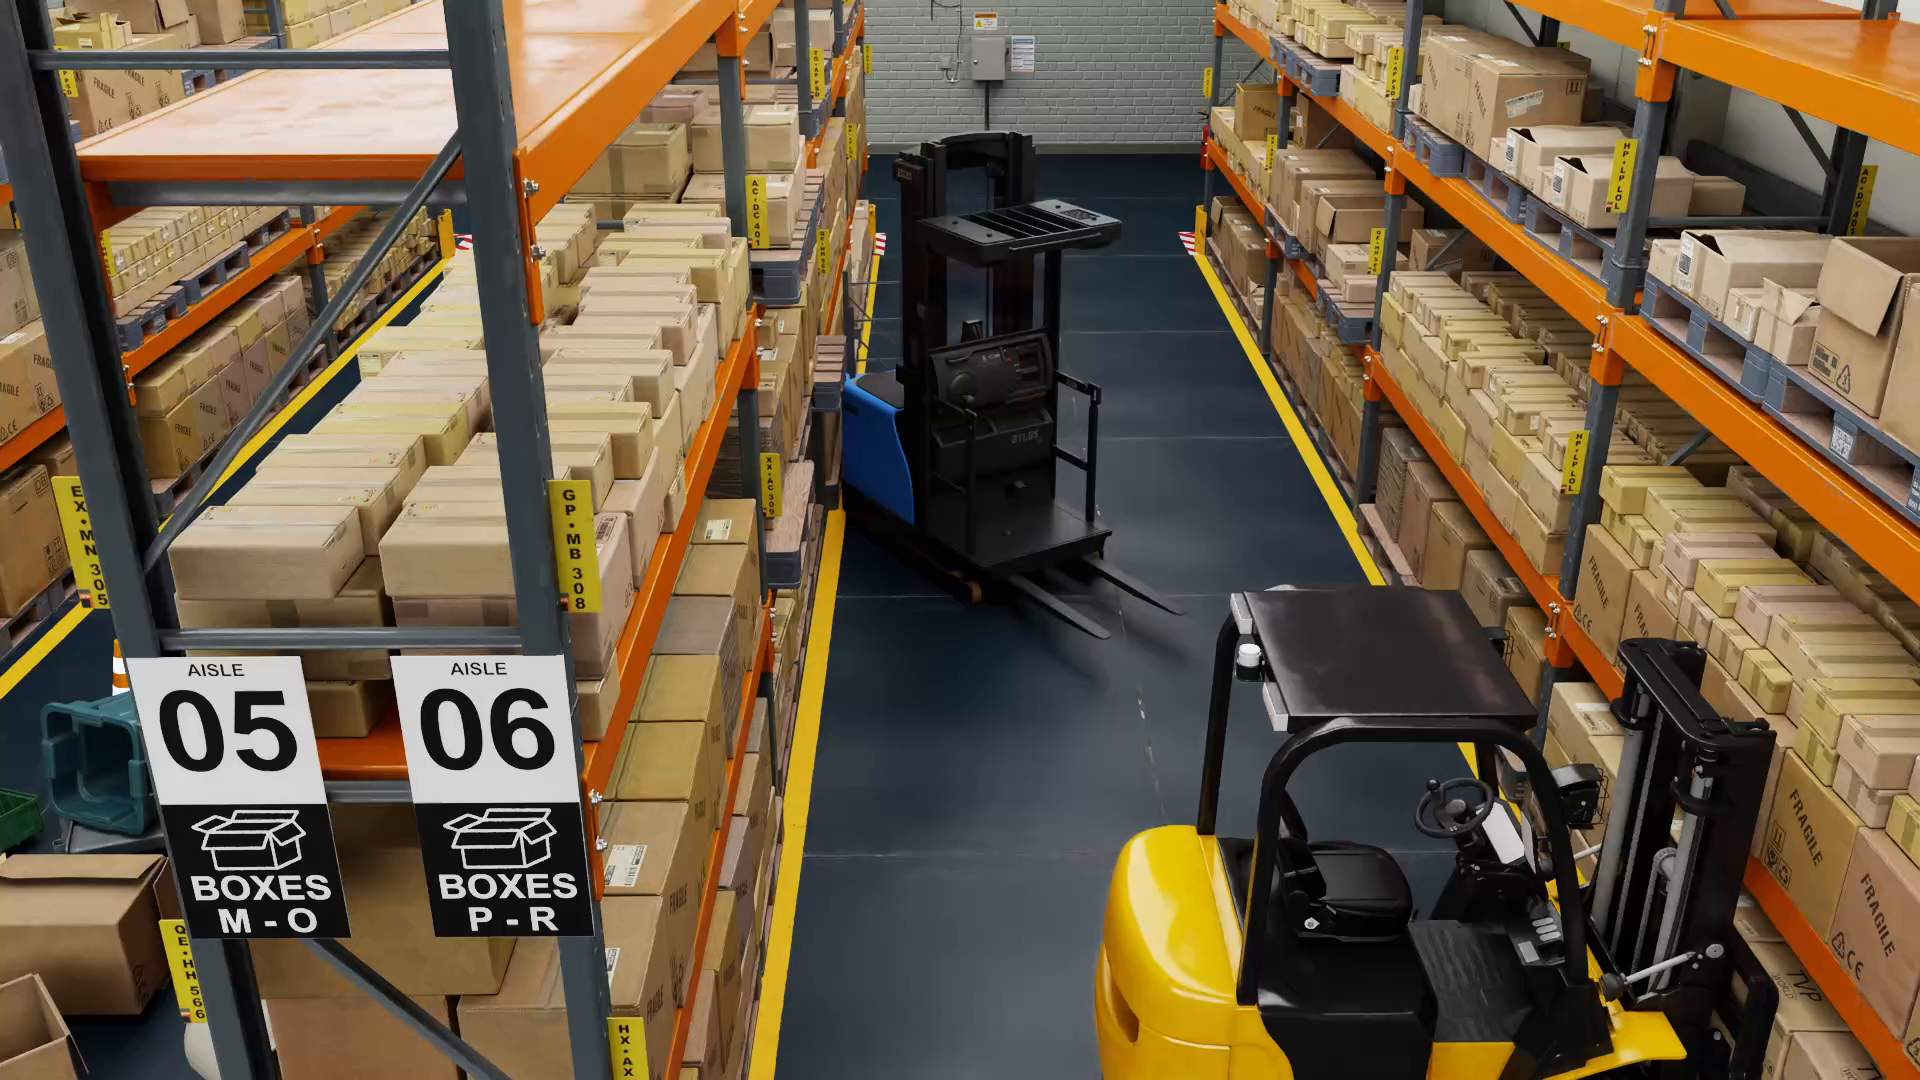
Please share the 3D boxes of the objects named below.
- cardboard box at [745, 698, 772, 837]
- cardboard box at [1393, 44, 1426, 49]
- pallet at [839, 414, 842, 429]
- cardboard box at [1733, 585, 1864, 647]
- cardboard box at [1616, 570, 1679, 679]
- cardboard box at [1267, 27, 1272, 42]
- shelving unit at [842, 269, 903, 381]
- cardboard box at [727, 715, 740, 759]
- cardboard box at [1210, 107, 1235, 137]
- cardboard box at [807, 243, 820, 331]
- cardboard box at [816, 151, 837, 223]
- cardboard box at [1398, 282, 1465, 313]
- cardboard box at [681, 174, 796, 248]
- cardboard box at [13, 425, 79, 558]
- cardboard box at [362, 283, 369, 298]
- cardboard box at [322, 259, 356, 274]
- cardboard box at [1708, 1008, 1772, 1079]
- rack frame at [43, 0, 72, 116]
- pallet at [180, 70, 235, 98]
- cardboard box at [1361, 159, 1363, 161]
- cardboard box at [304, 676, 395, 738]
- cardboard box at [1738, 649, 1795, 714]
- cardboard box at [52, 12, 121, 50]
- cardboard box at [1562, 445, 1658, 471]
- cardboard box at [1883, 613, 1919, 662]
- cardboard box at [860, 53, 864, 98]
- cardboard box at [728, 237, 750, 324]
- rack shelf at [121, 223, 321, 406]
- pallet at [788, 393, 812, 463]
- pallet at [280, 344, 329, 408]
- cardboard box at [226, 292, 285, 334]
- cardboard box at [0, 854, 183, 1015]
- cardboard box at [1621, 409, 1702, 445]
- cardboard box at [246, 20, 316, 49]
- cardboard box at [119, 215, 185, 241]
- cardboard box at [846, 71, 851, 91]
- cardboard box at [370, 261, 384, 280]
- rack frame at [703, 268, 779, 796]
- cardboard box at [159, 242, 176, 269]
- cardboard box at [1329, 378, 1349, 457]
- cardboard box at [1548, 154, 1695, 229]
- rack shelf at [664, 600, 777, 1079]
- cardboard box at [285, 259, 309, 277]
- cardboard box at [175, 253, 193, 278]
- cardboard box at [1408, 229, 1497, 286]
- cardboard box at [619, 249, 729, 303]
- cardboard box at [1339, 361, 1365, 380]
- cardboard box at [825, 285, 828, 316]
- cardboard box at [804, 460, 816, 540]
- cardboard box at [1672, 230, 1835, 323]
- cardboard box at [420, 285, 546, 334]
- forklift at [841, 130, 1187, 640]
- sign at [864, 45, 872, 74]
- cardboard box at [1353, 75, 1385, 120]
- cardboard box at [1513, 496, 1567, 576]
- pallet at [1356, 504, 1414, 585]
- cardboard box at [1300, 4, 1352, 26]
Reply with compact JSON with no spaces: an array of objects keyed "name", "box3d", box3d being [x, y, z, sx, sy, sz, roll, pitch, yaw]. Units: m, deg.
[{"name":"cardboard box","box3d":[-1.183,1.098,7.982,0.500,0.500,0.500,-1,24,-1]},{"name":"cardboard box","box3d":[3.266,-3.401,11.710,0.380,0.149,0.250,-1,24,-2]},{"name":"pallet","box3d":[-1.445,-1.068,14.240,1.003,0.211,1.213,0,24,-1]},{"name":"cardboard box","box3d":[3.306,0.299,6.564,0.380,0.149,0.250,0,24,-1]},{"name":"cardboard box","box3d":[3.272,0.465,7.344,0.500,0.500,0.500,0,24,0]},{"name":"cardboard box","box3d":[3.126,-4.795,15.760,0.380,0.149,0.250,1,24,1]},{"name":"shelving unit","box3d":[-0.635,-1.257,13.092,0.538,1.500,1.048,-2,24,-5]},{"name":"cardboard box","box3d":[-1.135,0.800,7.029,0.380,0.149,0.250,-1,24,-1]},{"name":"cardboard box","box3d":[3.111,-4.712,18.732,0.500,0.250,0.500,0,24,0]},{"name":"cardboard box","box3d":[-1.218,-1.699,11.257,0.500,0.500,0.500,-1,24,-2]},{"name":"cardboard box","box3d":[-1.269,-2.843,13.445,0.500,0.500,0.500,0,24,0]},{"name":"cardboard box","box3d":[3.175,-1.635,11.199,0.380,0.149,0.250,0,24,1]},{"name":"cardboard box","box3d":[-1.063,-1.596,8.055,0.500,0.250,0.500,-1,24,-2]},{"name":"cardboard box","box3d":[-6.533,-0.363,11.517,1.050,0.750,0.750,-1,24,-1]},{"name":"cardboard box","box3d":[-6.324,-2.568,17.120,0.380,0.149,0.250,-1,24,-3]},{"name":"cardboard box","box3d":[-6.311,-2.728,16.753,0.380,0.149,0.250,-1,24,-2]},{"name":"cardboard box","box3d":[3.210,1.975,6.346,0.500,0.250,0.500,-1,24,-2]},{"name":"rack frame","box3d":[-6.450,-4.182,10.460,1.000,3.000,0.127,0,24,-1]},{"name":"pallet","box3d":[-6.579,-3.696,13.252,1.213,0.211,1.003,0,24,-1]},{"name":"cardboard box","box3d":[3.671,-3.664,16.415,0.500,0.250,0.500,0,24,-1]},{"name":"cardboard box","box3d":[-1.697,0.386,4.304,0.380,0.149,0.250,0,24,0]},{"name":"cardboard box","box3d":[3.243,0.541,6.389,0.380,0.149,0.250,-1,24,-2]},{"name":"cardboard box","box3d":[-6.184,-3.590,11.741,0.396,0.266,0.258,0,24,-1]},{"name":"cardboard box","box3d":[3.280,-0.369,8.400,0.380,0.149,0.250,1,24,1]},{"name":"cardboard box","box3d":[3.765,0.398,6.344,0.380,0.149,0.250,0,24,1]},{"name":"cardboard box","box3d":[-1.345,-5.112,18.462,0.500,0.500,0.500,1,24,1]},{"name":"cardboard box","box3d":[-1.183,-1.117,7.143,0.500,0.250,0.500,0,24,-1]},{"name":"rack shelf","box3d":[-6.471,-1.945,13.666,1.077,0.370,4.000,0,24,-1]},{"name":"pallet","box3d":[-1.438,-0.609,10.074,1.003,0.211,1.213,0,24,-1]},{"name":"pallet","box3d":[-6.483,-1.505,15.206,1.003,0.211,1.213,0,24,-1]},{"name":"cardboard box","box3d":[-6.240,-1.973,14.470,0.500,0.250,0.500,1,24,2]},{"name":"cardboard box","box3d":[-3.983,1.762,7.462,0.797,0.637,0.503,0,24,-1]},{"name":"cardboard box","box3d":[3.764,-0.589,8.886,0.380,0.149,0.250,0,24,-1]},{"name":"cardboard box","box3d":[-6.234,-4.587,15.177,0.500,0.250,0.500,1,24,2]},{"name":"cardboard box","box3d":[-6.272,-2.420,12.918,0.380,0.149,0.250,1,24,2]},{"name":"cardboard box","box3d":[-1.268,-4.511,16.347,0.380,0.149,0.250,-1,24,-2]},{"name":"cardboard box","box3d":[-6.227,-2.809,17.292,0.380,0.149,0.250,0,24,-1]},{"name":"rack frame","box3d":[-1.457,0.136,8.193,1.000,3.000,0.127,0,24,-1]},{"name":"cardboard box","box3d":[-6.269,-2.187,12.762,0.380,0.149,0.250,0,24,0]},{"name":"cardboard box","box3d":[3.248,-0.968,13.158,0.500,0.500,0.500,-1,24,-1]},{"name":"cardboard box","box3d":[3.254,-1.748,8.196,0.500,0.311,0.500,-1,24,-2]},{"name":"rack shelf","box3d":[-1.436,1.288,6.519,1.077,0.370,4.000,0,24,-1]},{"name":"cardboard box","box3d":[-6.735,-2.721,16.737,0.380,0.149,0.250,1,24,1]},{"name":"cardboard box","box3d":[-6.269,-2.153,13.049,0.380,0.149,0.250,1,24,1]},{"name":"cardboard box","box3d":[3.613,-1.986,12.253,0.500,0.500,0.500,1,24,2]},{"name":"cardboard box","box3d":[-1.109,-1.029,6.466,0.380,0.149,0.250,0,24,1]},{"name":"cardboard box","box3d":[3.211,-1.308,13.121,0.380,0.149,0.250,-1,24,-2]},{"name":"cardboard box","box3d":[-1.278,-1.858,12.784,0.500,0.250,0.500,-1,24,-2]},{"name":"cardboard box","box3d":[-1.505,-0.274,11.777,0.950,0.372,0.625,-2,24,-4]},{"name":"cardboard box","box3d":[3.271,-1.107,6.778,0.500,0.311,0.500,0,24,1]},{"name":"cardboard box","box3d":[-1.711,-0.812,5.986,0.380,0.149,0.250,-1,24,-1]},{"name":"forklift","box3d":[0.341,-1.119,11.051,1.130,2.935,3.031,-15,28,-30]},{"name":"sign","box3d":[-1.046,-5.441,18.831,0.100,0.325,0.005,0,24,-1]},{"name":"cardboard box","box3d":[3.208,-3.252,12.226,0.500,0.250,0.500,0,24,0]},{"name":"cardboard box","box3d":[3.239,-0.026,8.733,0.500,0.250,0.500,0,24,1]},{"name":"pallet","box3d":[3.432,0.074,11.714,1.003,0.211,1.213,0,24,-1]},{"name":"cardboard box","box3d":[3.047,-4.364,13.815,0.380,0.149,0.250,-1,24,-1]}]
